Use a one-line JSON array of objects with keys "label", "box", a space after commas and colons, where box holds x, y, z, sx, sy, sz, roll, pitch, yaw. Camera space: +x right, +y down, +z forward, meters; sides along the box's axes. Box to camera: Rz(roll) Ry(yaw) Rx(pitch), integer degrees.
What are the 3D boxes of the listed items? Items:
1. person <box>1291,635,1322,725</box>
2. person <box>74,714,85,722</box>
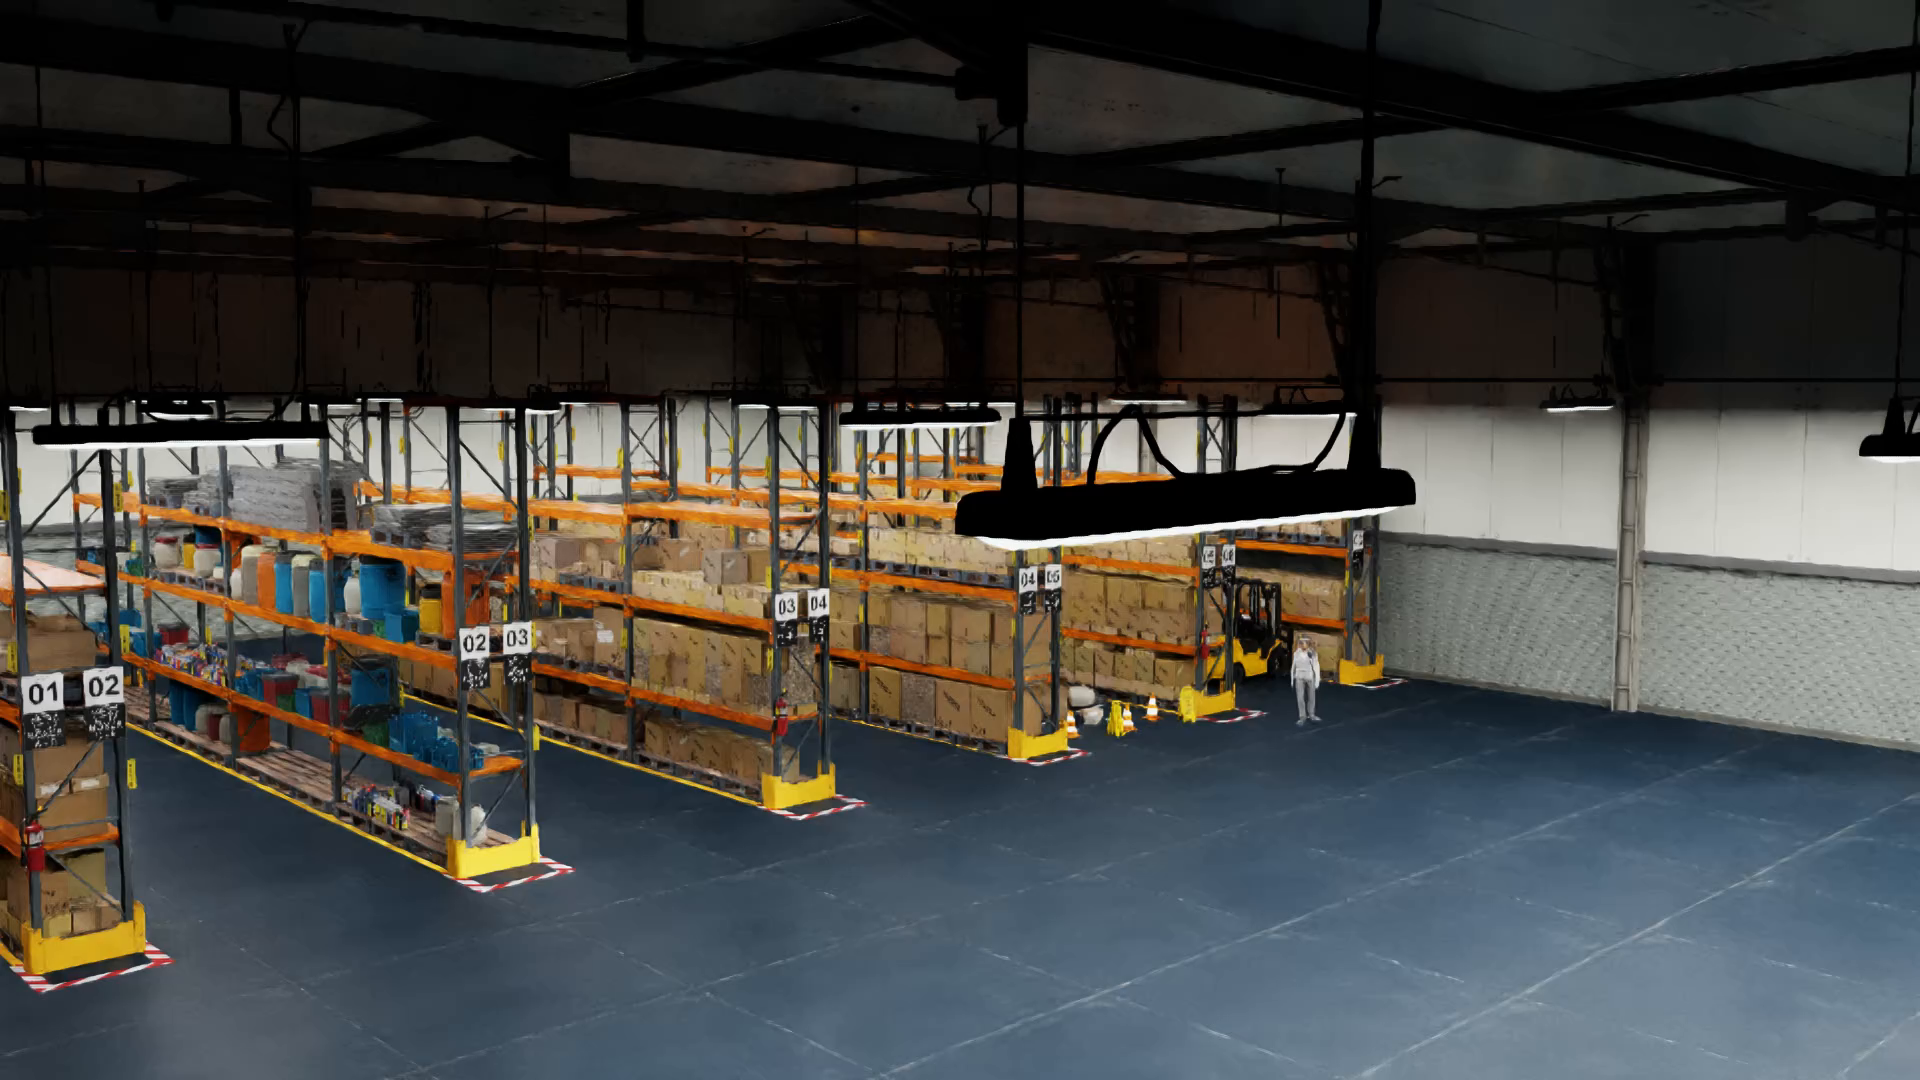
[{"label": "person", "box": [6.387, 2.550, 30.652, 0.570, 1.664, 0.515, 2, 6, 20]}, {"label": "person", "box": [-16.081, 2.577, 29.913, 0.598, 1.698, 1.194, -5, 7, -41]}]
